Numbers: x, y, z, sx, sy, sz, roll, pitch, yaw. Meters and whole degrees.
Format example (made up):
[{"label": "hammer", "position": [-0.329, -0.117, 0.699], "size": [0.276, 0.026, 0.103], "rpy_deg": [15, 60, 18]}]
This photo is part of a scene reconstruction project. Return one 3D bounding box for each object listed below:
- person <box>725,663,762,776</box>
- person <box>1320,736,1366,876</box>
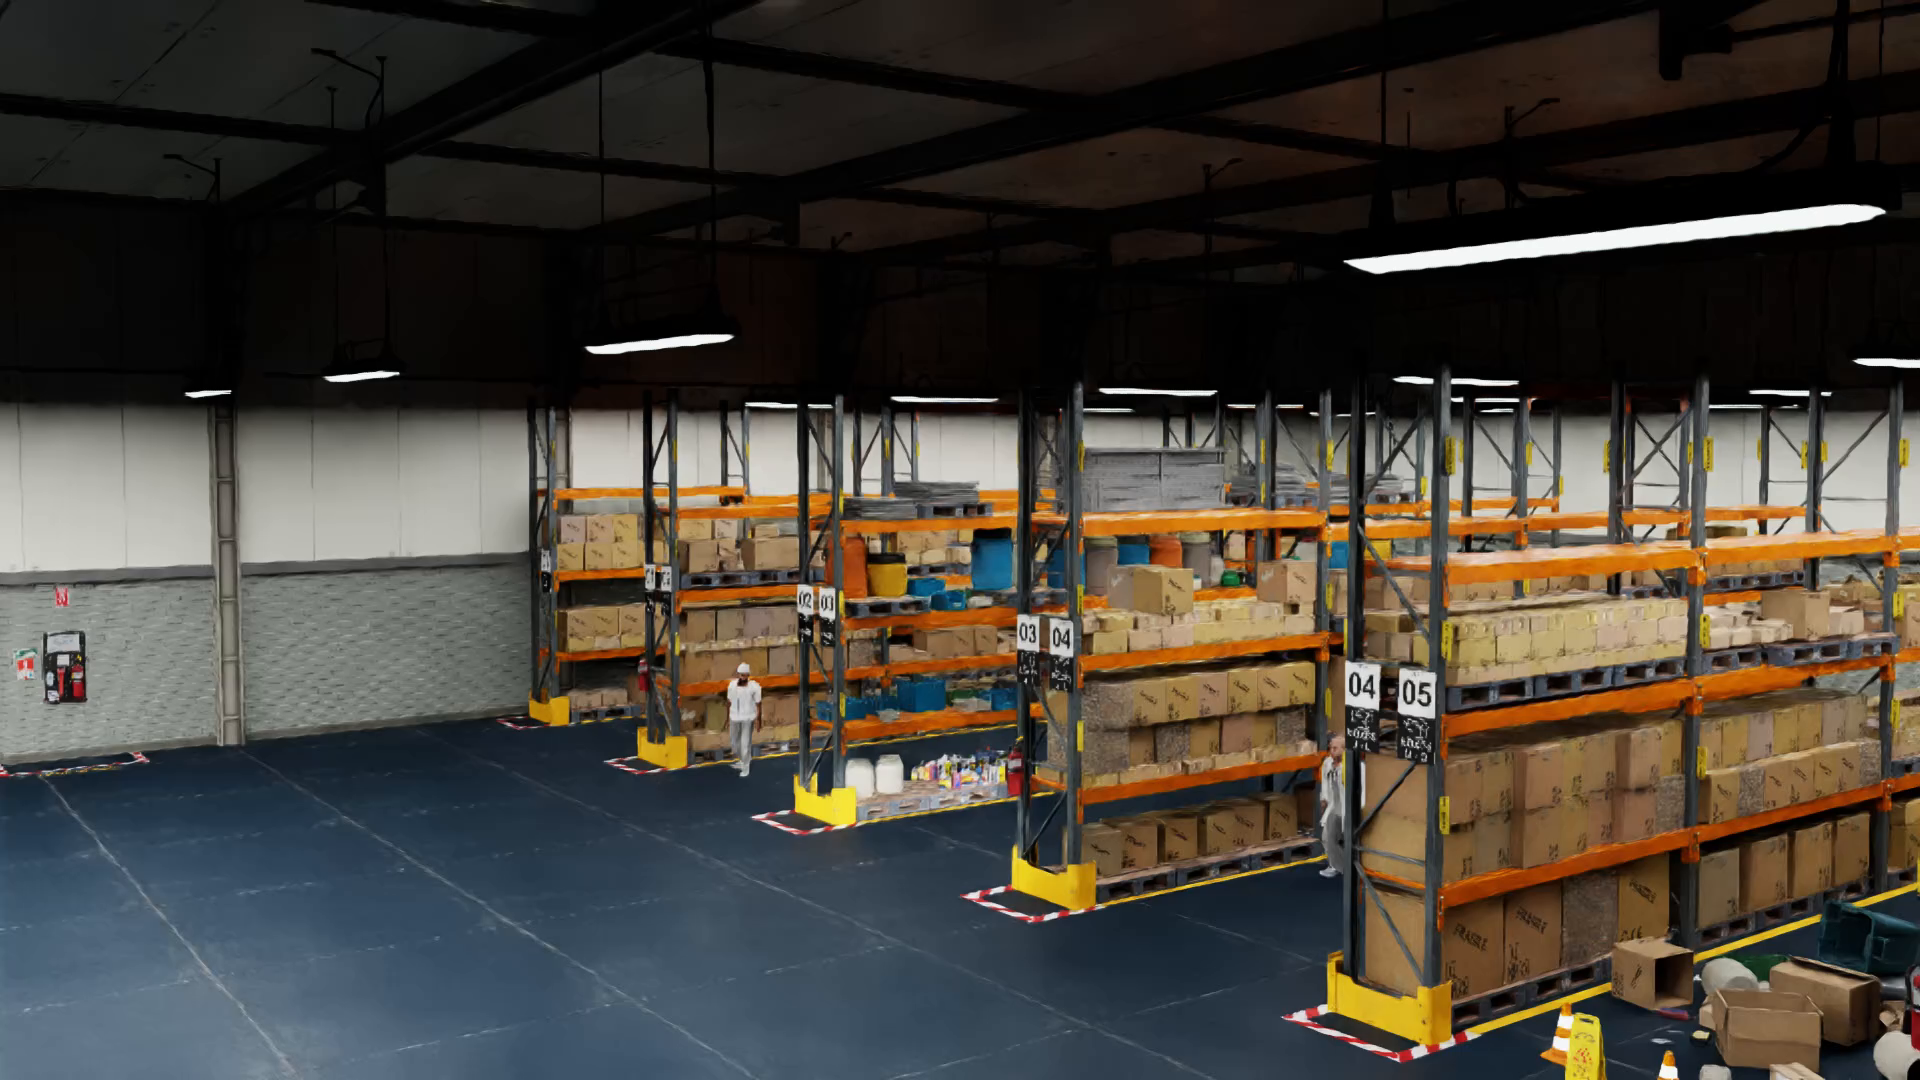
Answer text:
[{"label": "person", "position": [-3.348, 2.766, 25.835], "size": [0.608, 1.754, 0.577], "rpy_deg": [1, 4, 18]}, {"label": "person", "position": [4.519, 3.198, 19.531], "size": [0.546, 1.635, 0.729], "rpy_deg": [-3, 4, -37]}]
